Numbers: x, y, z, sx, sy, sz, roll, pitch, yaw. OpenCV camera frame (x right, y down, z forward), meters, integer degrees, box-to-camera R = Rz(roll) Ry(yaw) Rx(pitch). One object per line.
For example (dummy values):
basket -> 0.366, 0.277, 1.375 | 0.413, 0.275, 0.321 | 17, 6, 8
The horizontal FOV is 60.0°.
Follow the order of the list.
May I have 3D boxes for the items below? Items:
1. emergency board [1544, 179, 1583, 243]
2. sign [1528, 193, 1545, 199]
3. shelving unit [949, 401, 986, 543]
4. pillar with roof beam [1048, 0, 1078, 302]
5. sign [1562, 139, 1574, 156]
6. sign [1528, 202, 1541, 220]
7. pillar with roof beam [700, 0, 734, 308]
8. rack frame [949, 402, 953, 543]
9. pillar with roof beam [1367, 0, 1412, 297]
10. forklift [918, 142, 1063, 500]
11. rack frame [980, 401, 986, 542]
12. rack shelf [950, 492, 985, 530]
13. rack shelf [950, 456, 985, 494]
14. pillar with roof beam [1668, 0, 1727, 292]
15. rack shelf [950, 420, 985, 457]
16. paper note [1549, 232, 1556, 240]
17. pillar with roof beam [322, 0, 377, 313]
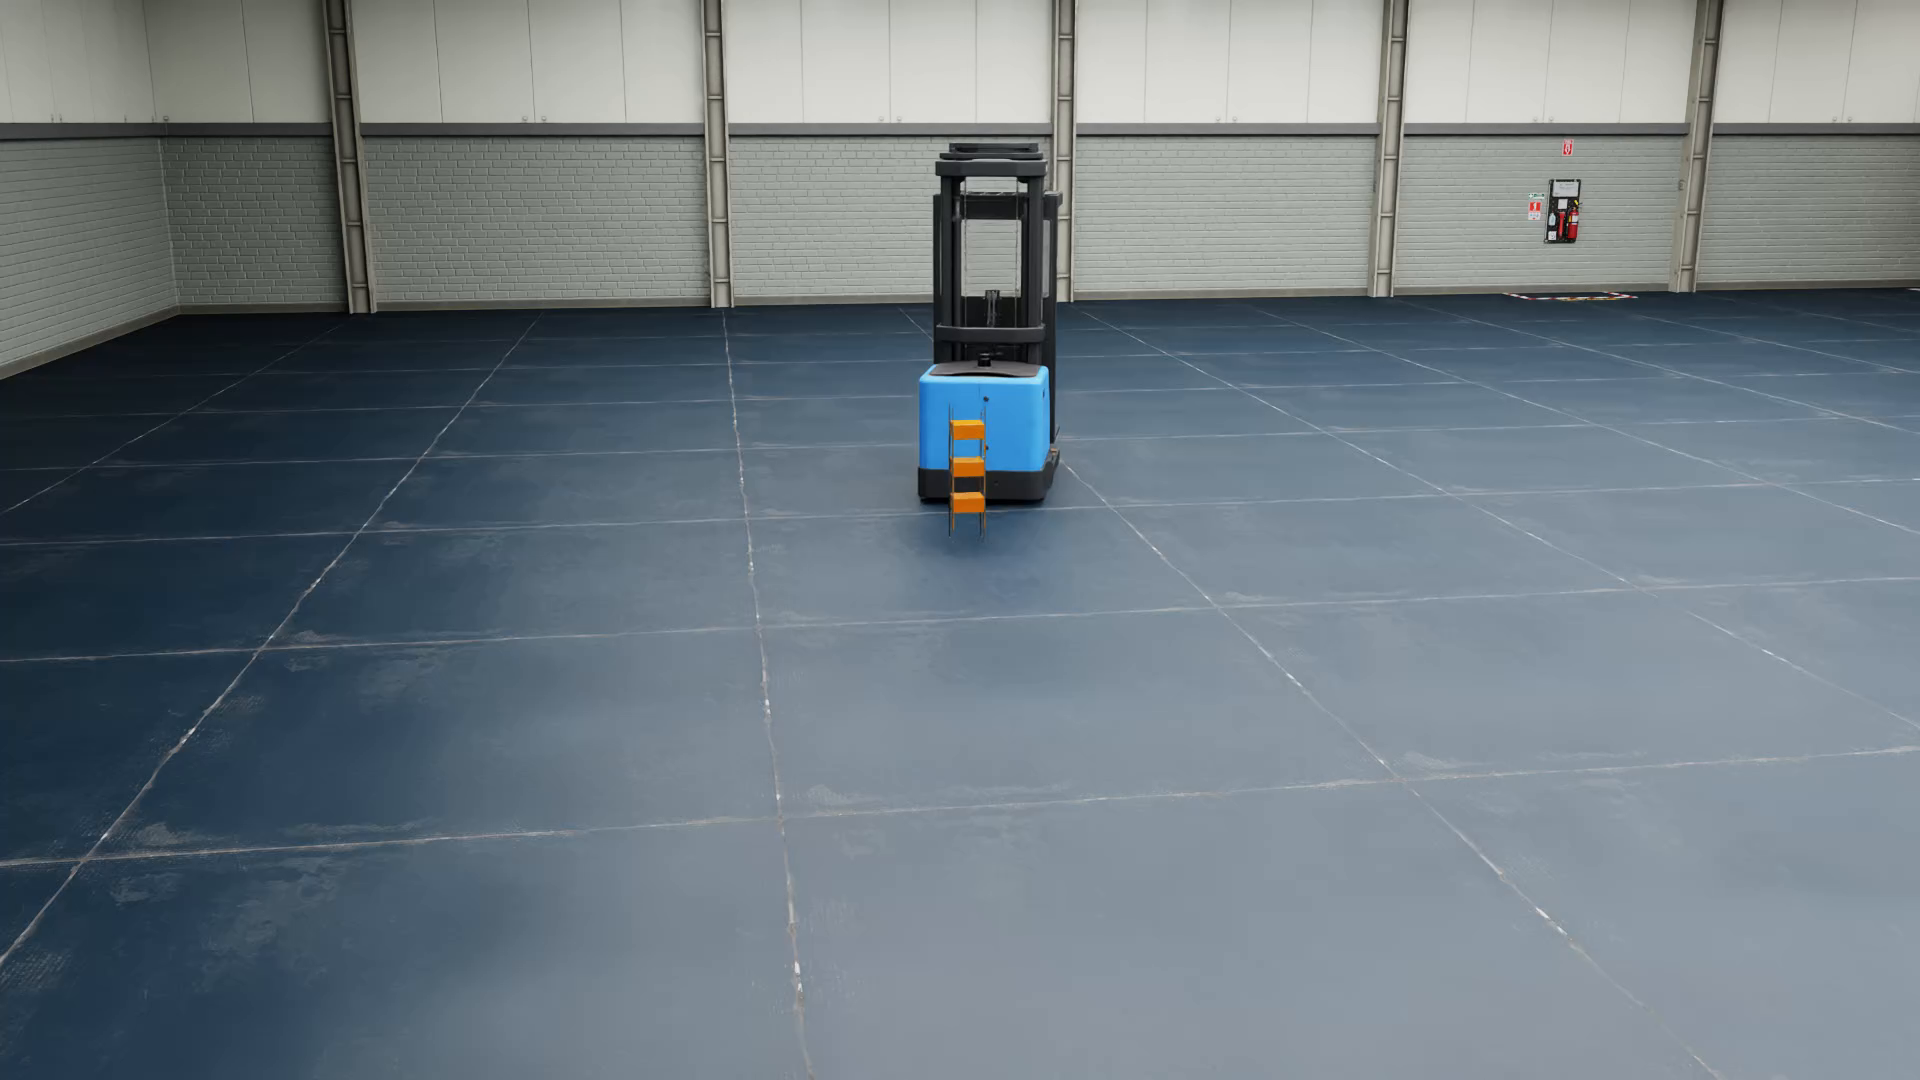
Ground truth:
emergency board -> 11.222, -6.087, 30.826 | 0.643, 1.169, 0.194 | -2, 14, -8
sign -> 10.666, -6.364, 30.769 | 0.331, 0.109, 0.001 | -2, 14, -8
shelving unit -> 0.053, -0.511, 12.602 | 0.252, 1.050, 0.215 | -2, 14, -8
pillar with roof beam -> 2.447, -7.607, 24.554 | 0.400, 9.000, 9.100 | -2, 14, -8
sign -> 11.199, -7.235, 30.639 | 0.199, 0.298, 0.001 | -2, 14, -8
sign -> 10.660, -6.109, 30.841 | 0.234, 0.329, 0.001 | -2, 14, -8
pillar with roof beam -> -3.486, -7.389, 23.687 | 0.400, 9.000, 9.100 | -2, 14, -8
rack frame -> -0.068, -0.507, 12.584 | 0.008, 1.050, 0.200 | -2, 14, -8
pillar with roof beam -> 8.380, -7.824, 25.421 | 0.400, 9.000, 9.100 | -2, 14, -8
forklift -> 0.338, -2.060, 14.912 | 1.130, 2.935, 3.031 | 2, 14, 7
rack frame -> 0.174, -0.516, 12.619 | 0.008, 1.050, 0.200 | -2, 14, -8
rack shelf -> 0.053, -0.231, 12.672 | 0.240, 0.259, 0.215 | -2, 14, -8
rack shelf -> 0.053, -0.501, 12.604 | 0.240, 0.259, 0.215 | -2, 14, -8
pillar with roof beam -> 14.313, -8.042, 26.288 | 0.400, 9.000, 9.100 | -2, 14, -8
rack shelf -> 0.053, -0.776, 12.535 | 0.240, 0.259, 0.215 | -2, 14, -8
paper note -> 11.037, -5.670, 30.974 | 0.142, 0.148, 0.016 | -2, 14, -8
pillar with roof beam -> -9.419, -7.172, 22.820 | 0.400, 9.000, 9.100 | -2, 14, -8
